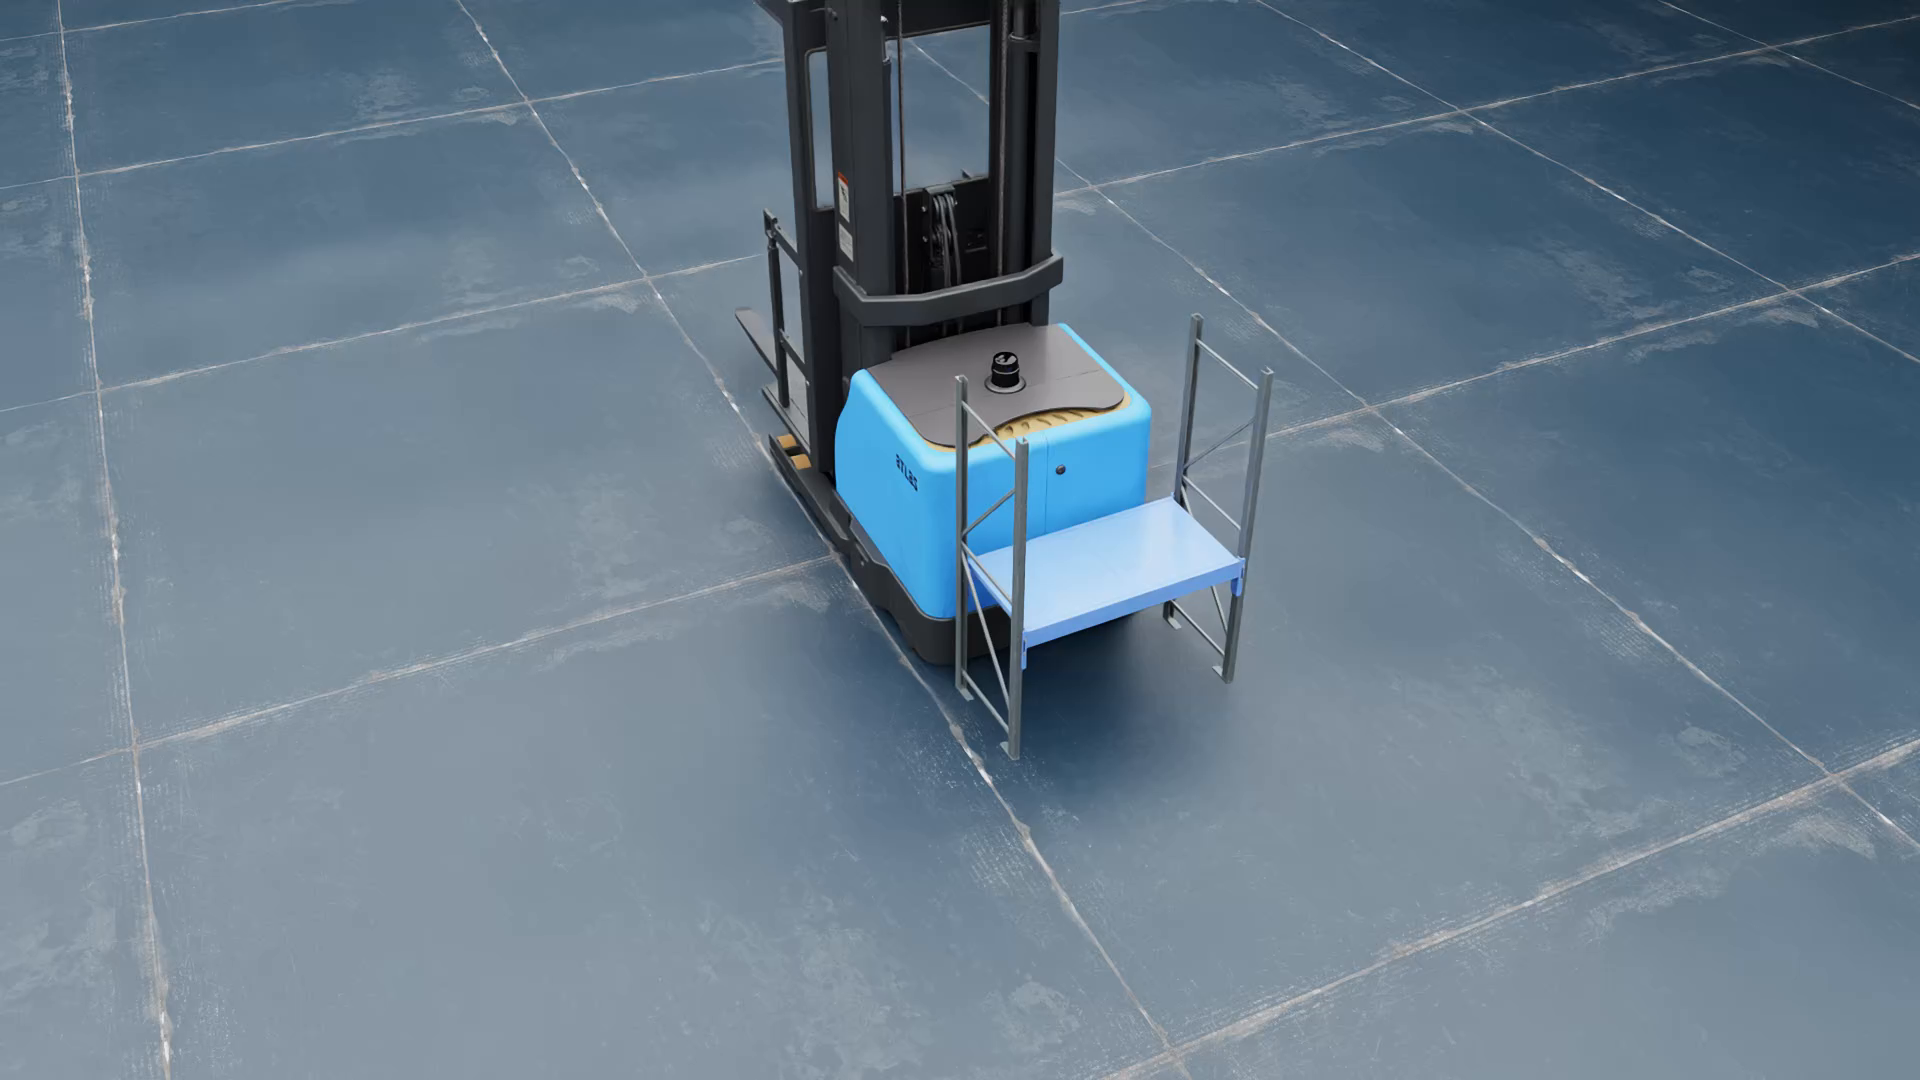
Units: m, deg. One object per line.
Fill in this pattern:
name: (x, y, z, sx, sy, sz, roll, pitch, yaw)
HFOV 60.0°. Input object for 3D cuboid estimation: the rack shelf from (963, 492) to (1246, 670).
rack shelf: (0.562, 0.145, 6.596, 1.000, 0.185, 0.538, -17, 40, -21)

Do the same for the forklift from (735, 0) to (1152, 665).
forklift: (-0.287, -1.527, 7.349, 1.130, 2.935, 3.031, -15, 39, -20)

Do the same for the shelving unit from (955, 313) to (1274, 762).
shelving unit: (0.563, 0.001, 6.489, 1.048, 1.500, 0.538, -17, 40, -21)

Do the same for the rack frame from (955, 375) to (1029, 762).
rack frame: (0.110, 0.138, 6.303, 0.032, 1.500, 0.500, -17, 40, -21)

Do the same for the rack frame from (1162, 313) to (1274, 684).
rack frame: (1.015, -0.137, 6.675, 0.032, 1.500, 0.500, -17, 40, -21)
